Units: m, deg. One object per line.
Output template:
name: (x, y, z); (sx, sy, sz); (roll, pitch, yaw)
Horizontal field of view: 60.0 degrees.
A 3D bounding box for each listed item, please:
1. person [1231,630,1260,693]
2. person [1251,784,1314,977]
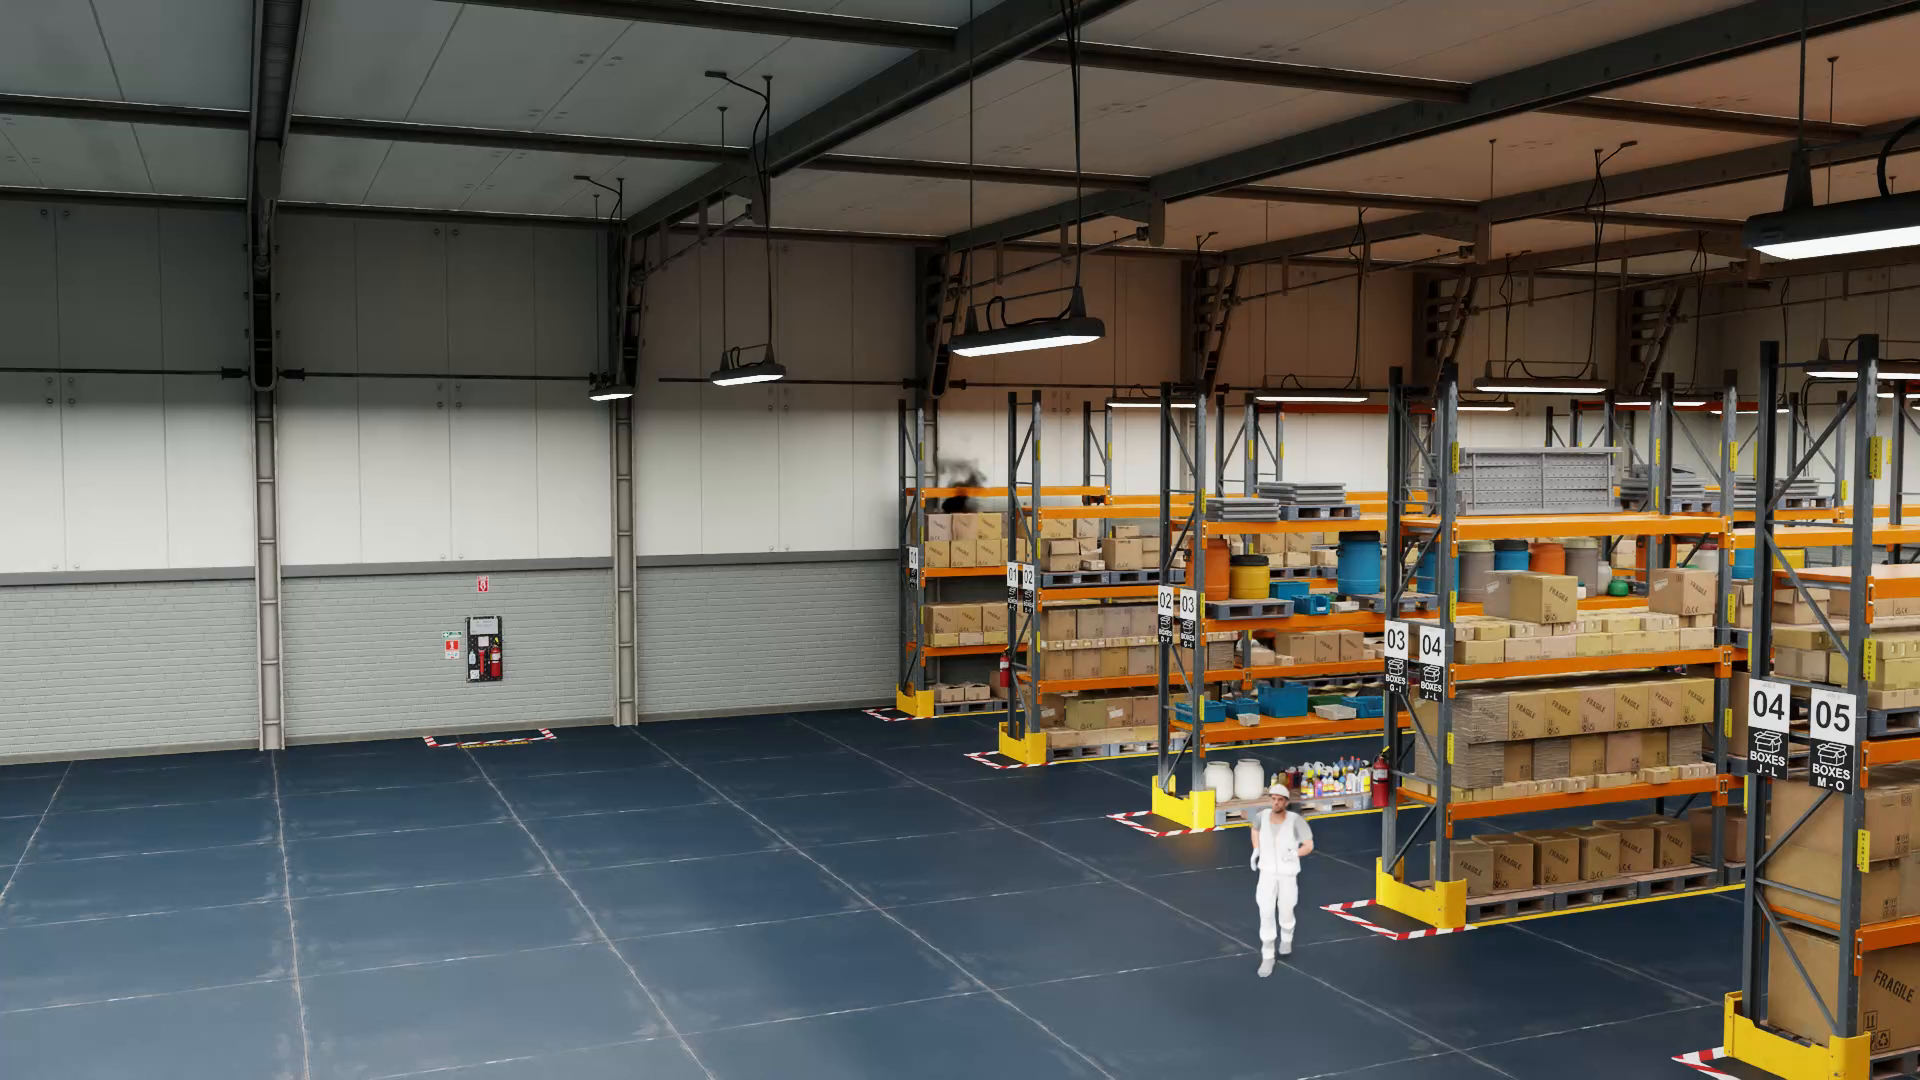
person: (5.398, 2.456, 31.362); (0.804, 1.747, 0.694); (-2, 4, -31)
person: (3.166, 3.306, 16.408); (0.643, 1.828, 0.855); (1, 4, 18)
